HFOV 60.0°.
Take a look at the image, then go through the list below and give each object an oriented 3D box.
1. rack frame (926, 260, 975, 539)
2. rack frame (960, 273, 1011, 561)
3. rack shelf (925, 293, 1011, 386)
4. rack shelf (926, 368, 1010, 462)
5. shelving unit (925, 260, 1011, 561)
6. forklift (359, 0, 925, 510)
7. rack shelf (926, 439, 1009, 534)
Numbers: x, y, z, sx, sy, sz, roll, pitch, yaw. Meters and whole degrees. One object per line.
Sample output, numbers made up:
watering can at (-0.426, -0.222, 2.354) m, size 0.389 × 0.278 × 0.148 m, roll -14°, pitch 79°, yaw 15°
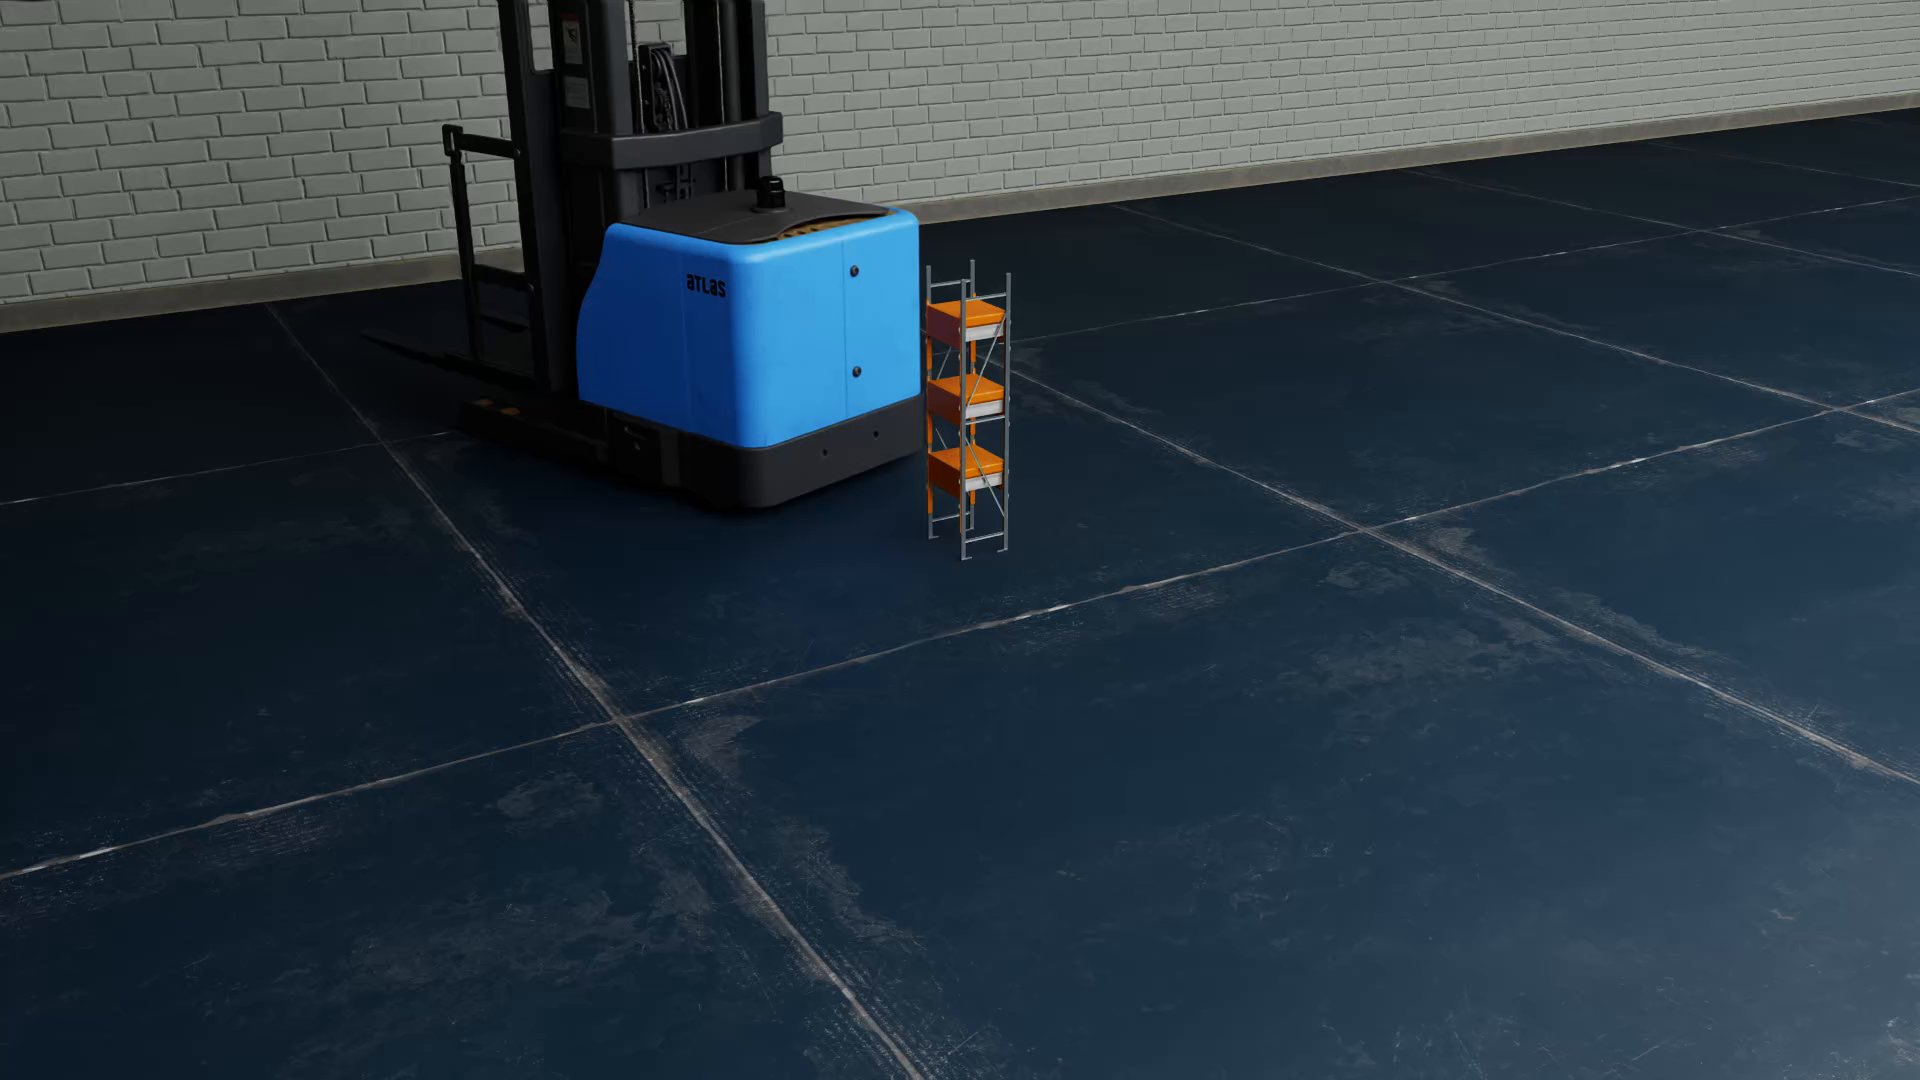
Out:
rack frame at (-0.035, -0.509, 6.168) m, size 0.200 × 1.050 × 0.008 m, roll -13°, pitch 25°, yaw -28°
rack frame at (0.090, -0.430, 5.974) m, size 0.200 × 1.050 × 0.008 m, roll -13°, pitch 25°, yaw -28°
rack shelf at (0.027, -0.722, 5.968) m, size 0.215 × 0.259 × 0.240 m, roll -13°, pitch 25°, yaw -28°
rack shelf at (0.027, -0.459, 6.075) m, size 0.215 × 0.259 × 0.240 m, roll -13°, pitch 25°, yaw -28°
shelving unit at (0.027, -0.469, 6.071) m, size 0.215 × 1.050 × 0.252 m, roll -13°, pitch 25°, yaw -28°
forklift at (-1.608, -1.913, 7.125) m, size 3.031 × 2.935 × 1.130 m, roll 17°, pitch 28°, yaw 36°
rack shelf at (0.027, -0.202, 6.180) m, size 0.215 × 0.259 × 0.240 m, roll -13°, pitch 25°, yaw -28°
